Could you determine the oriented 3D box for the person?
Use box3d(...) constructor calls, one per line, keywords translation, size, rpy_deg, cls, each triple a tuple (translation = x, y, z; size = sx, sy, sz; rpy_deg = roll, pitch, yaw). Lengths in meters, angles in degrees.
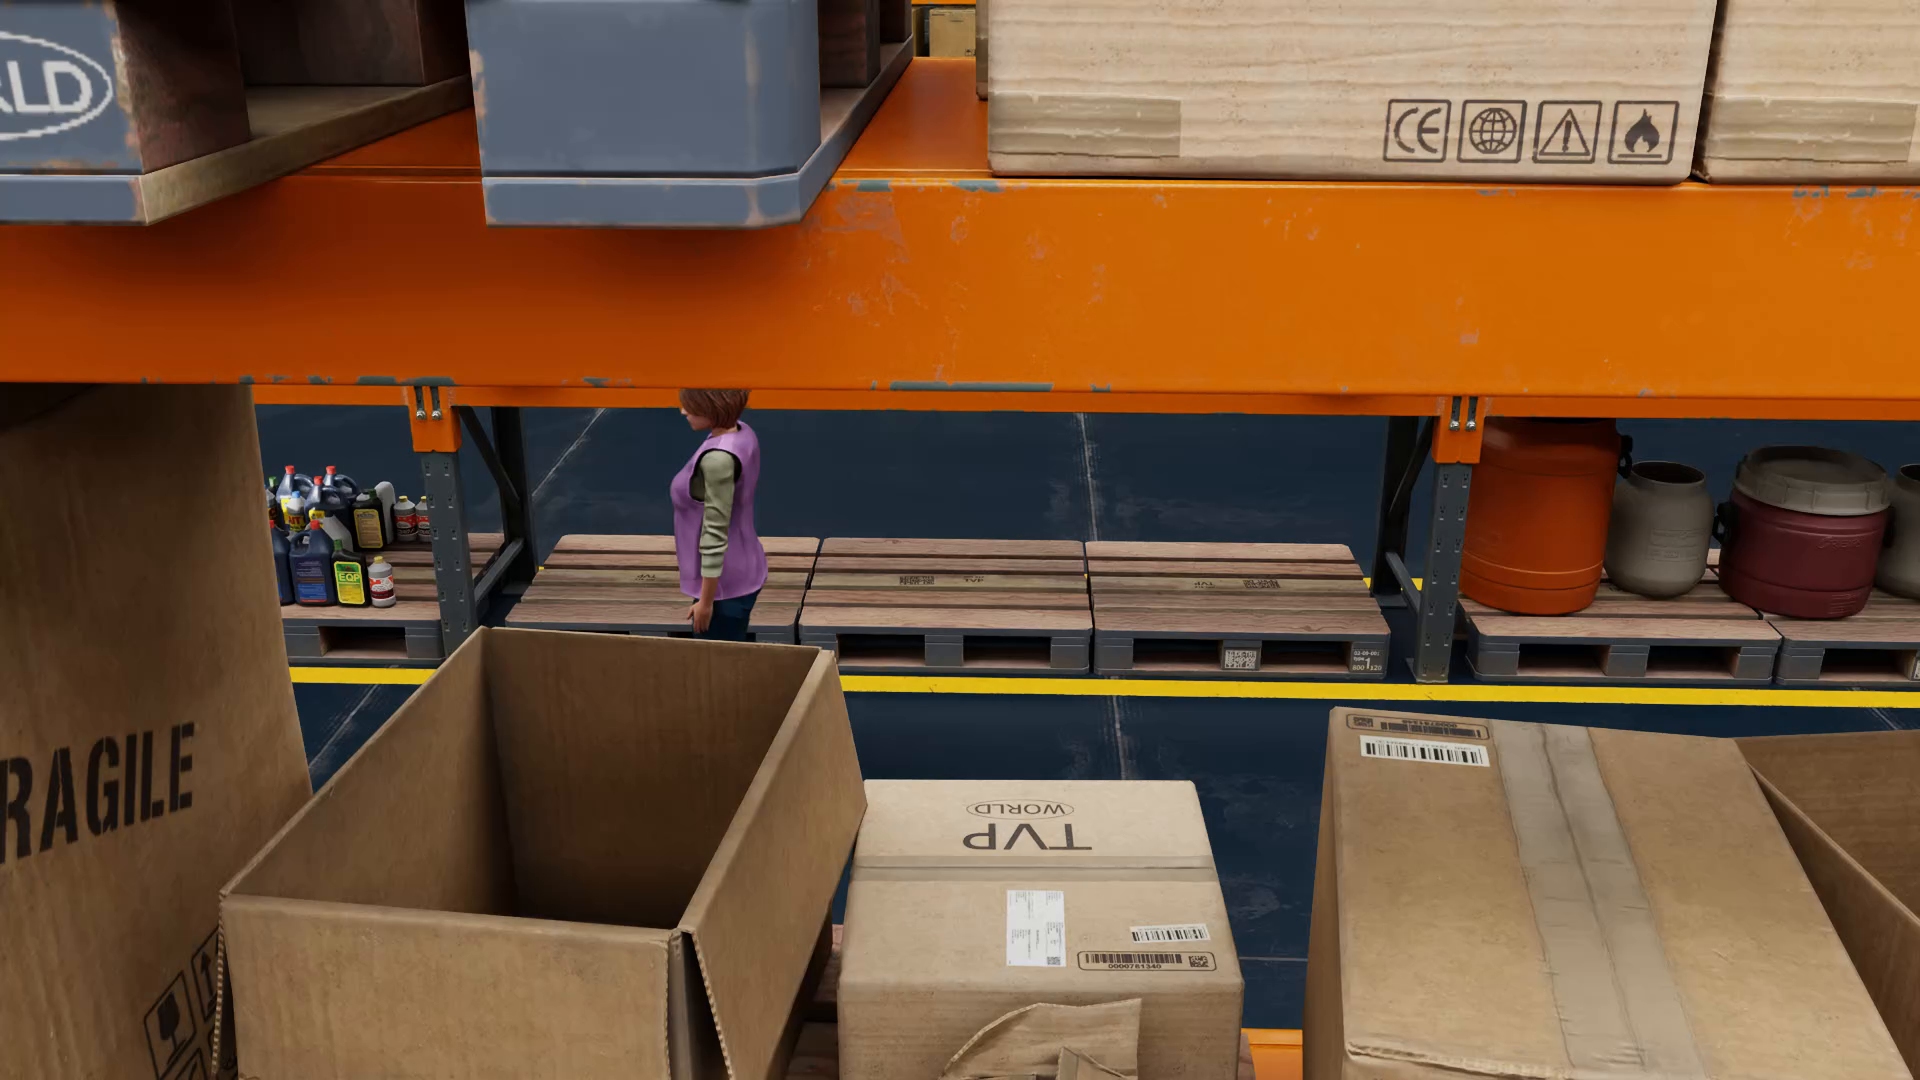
box3d(translation=(-0.806, 0.170, 5.682), size=(0.304, 1.582, 0.407), rpy_deg=(1, 21, 3), cls="person")
